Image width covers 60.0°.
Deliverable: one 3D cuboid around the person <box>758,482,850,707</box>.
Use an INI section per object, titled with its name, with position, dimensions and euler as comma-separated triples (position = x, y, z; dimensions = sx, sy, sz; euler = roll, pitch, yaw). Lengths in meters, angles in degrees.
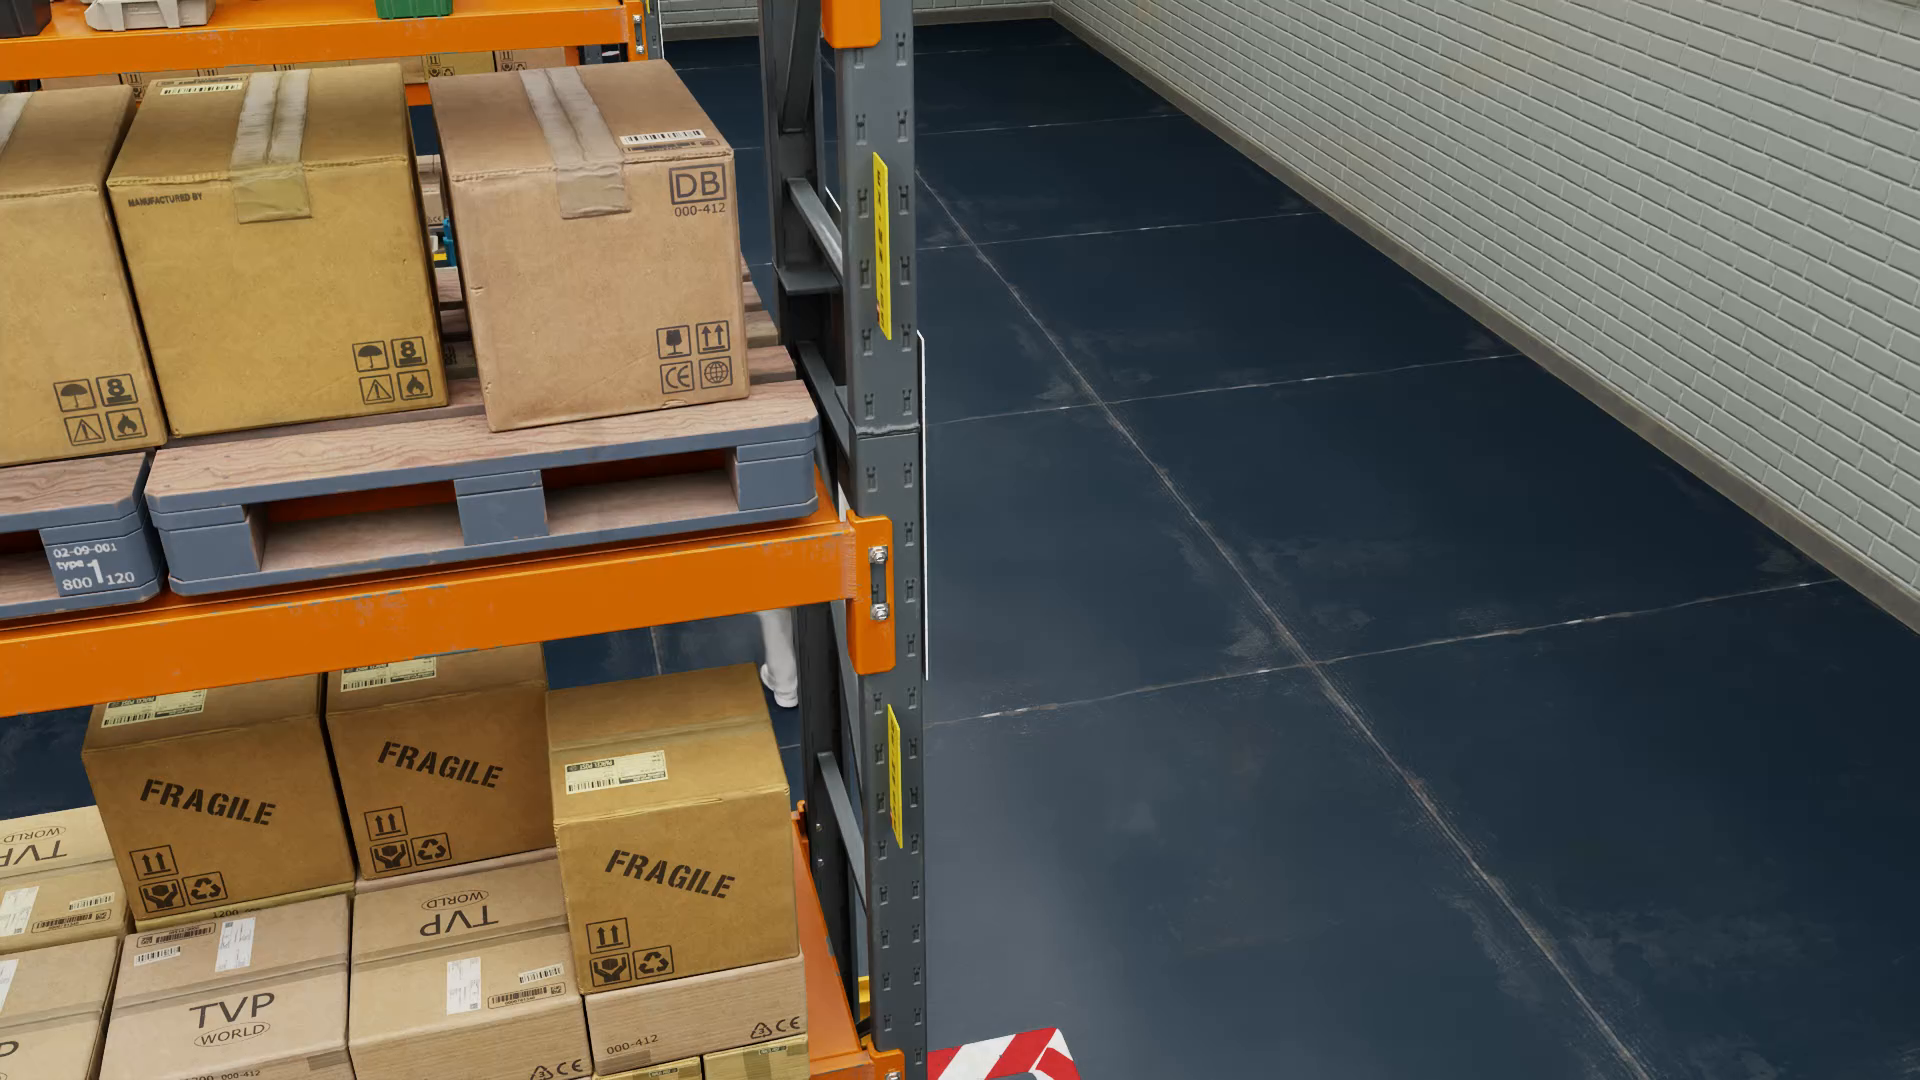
[person]
position = -0.740, -0.089, 7.451
dimensions = 0.540, 1.633, 0.697
euler = -8, 31, -14
